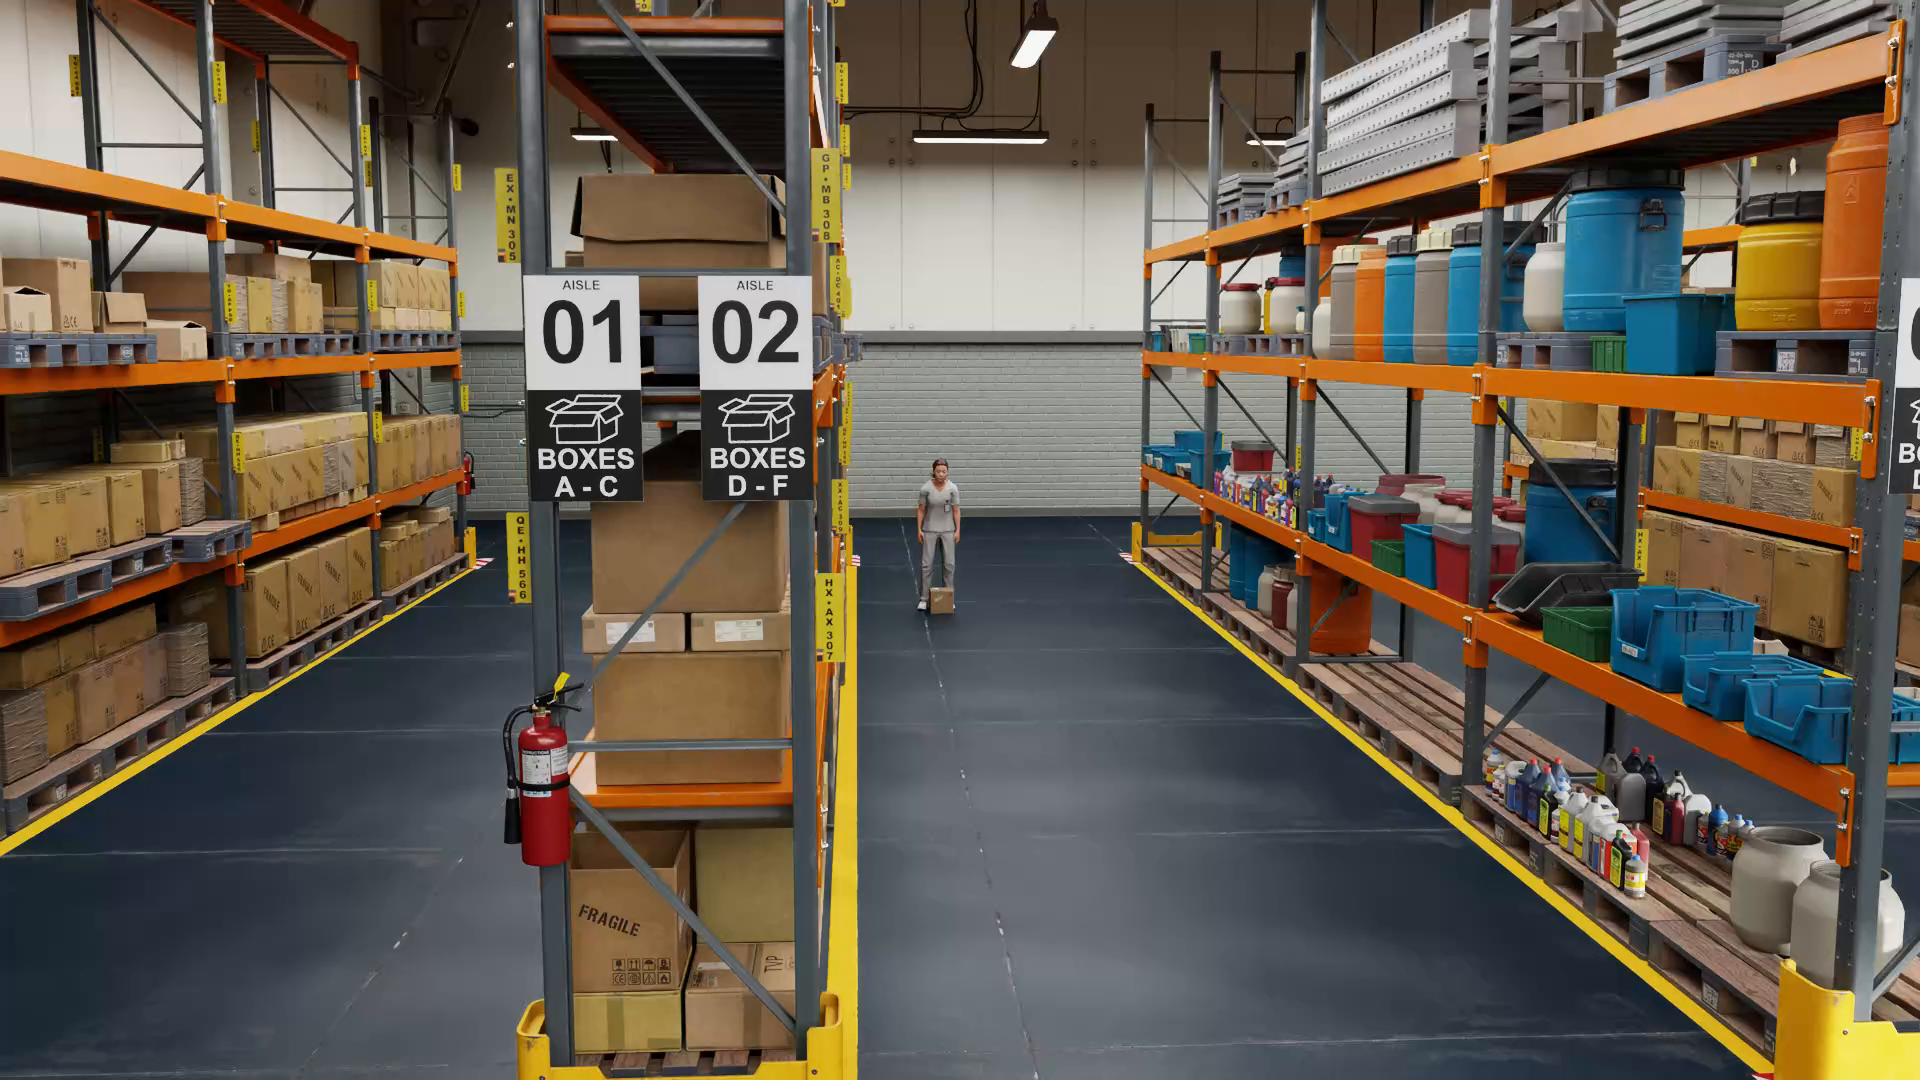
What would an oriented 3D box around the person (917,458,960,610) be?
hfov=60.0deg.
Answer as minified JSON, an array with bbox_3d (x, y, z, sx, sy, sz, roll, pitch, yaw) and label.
[{"bbox_3d":[-0.236,-0.074,18.362,0.485,1.672,0.361,-1,7,-5],"label":"person"}]
